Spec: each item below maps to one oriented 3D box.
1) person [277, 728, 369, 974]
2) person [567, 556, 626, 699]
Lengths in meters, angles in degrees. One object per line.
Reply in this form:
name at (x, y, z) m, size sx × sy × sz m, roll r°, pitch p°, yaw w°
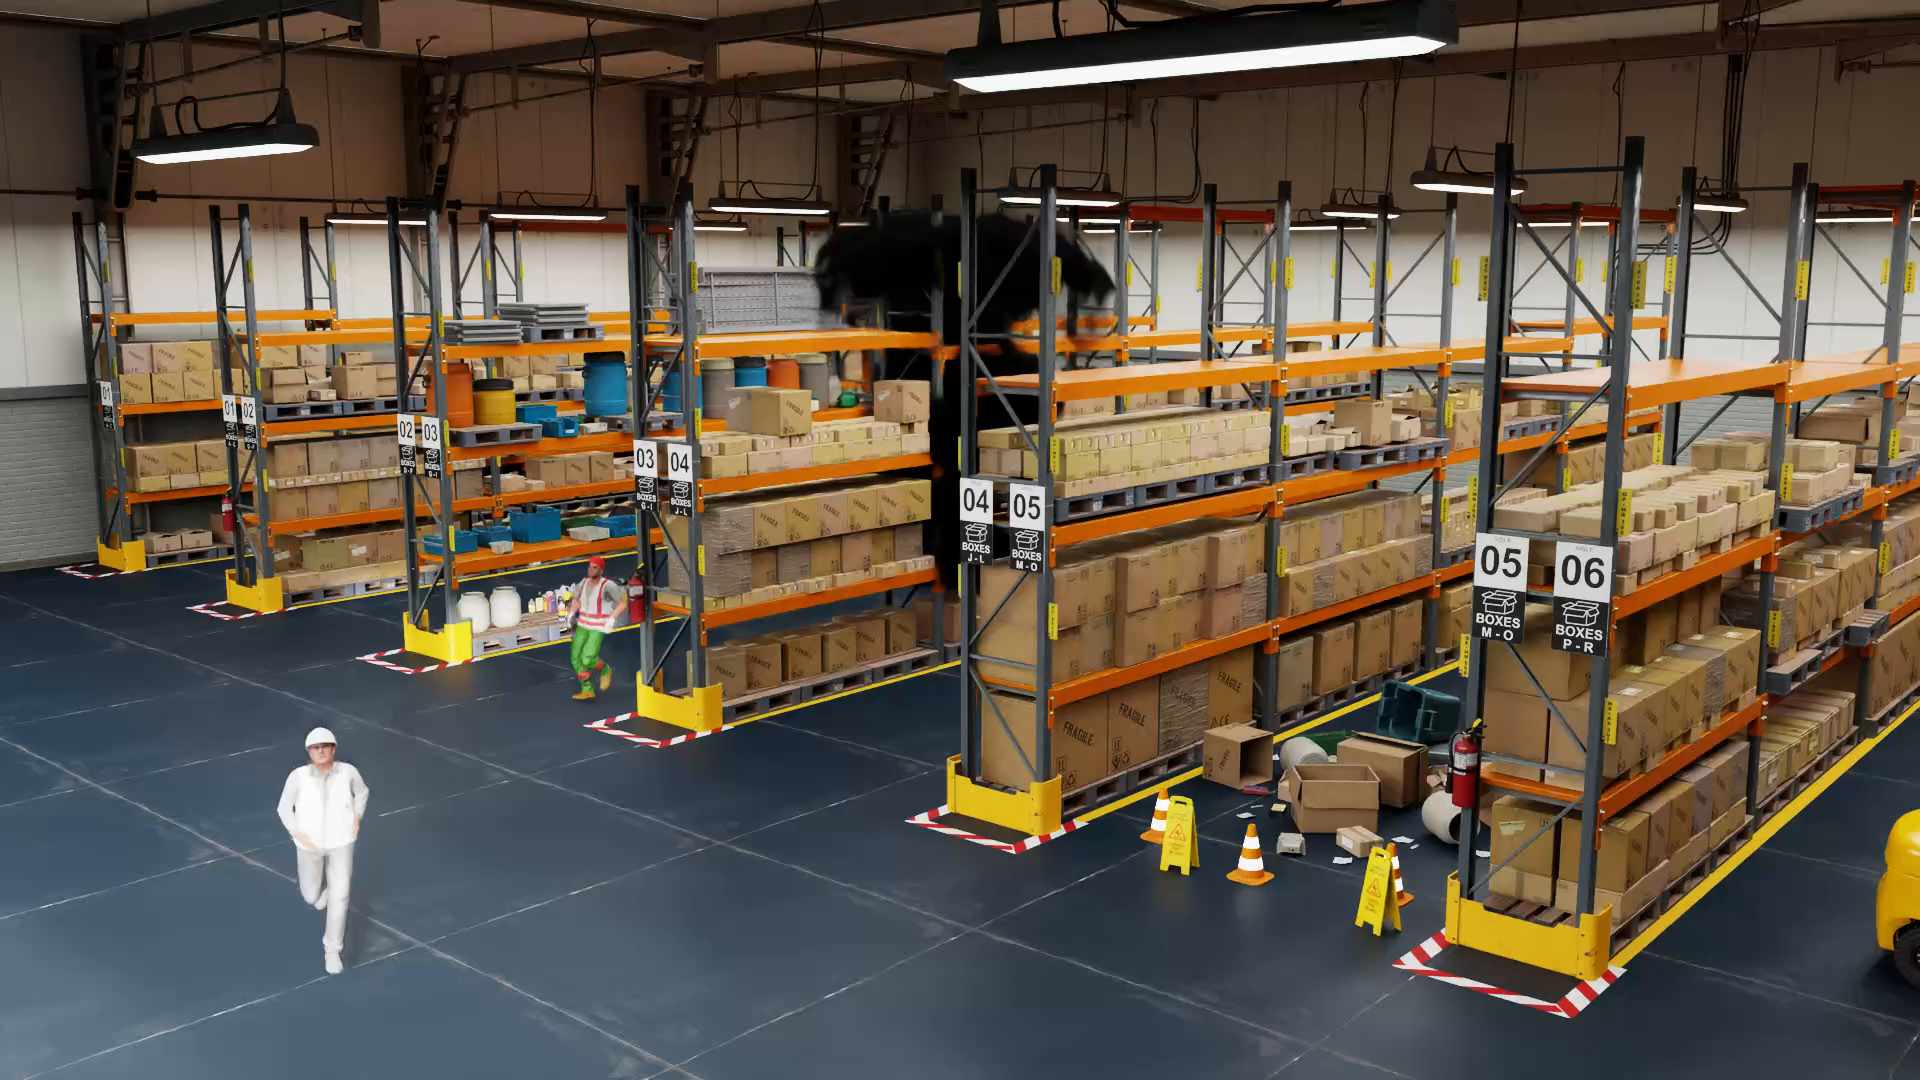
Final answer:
person at (-4.788, 2.271, 12.554) m, size 0.641 × 1.761 × 1.010 m, roll -3°, pitch 10°, yaw -16°
person at (-4.403, 1.052, 19.810) m, size 0.711 × 1.730 × 0.541 m, roll 5°, pitch 11°, yaw 28°
